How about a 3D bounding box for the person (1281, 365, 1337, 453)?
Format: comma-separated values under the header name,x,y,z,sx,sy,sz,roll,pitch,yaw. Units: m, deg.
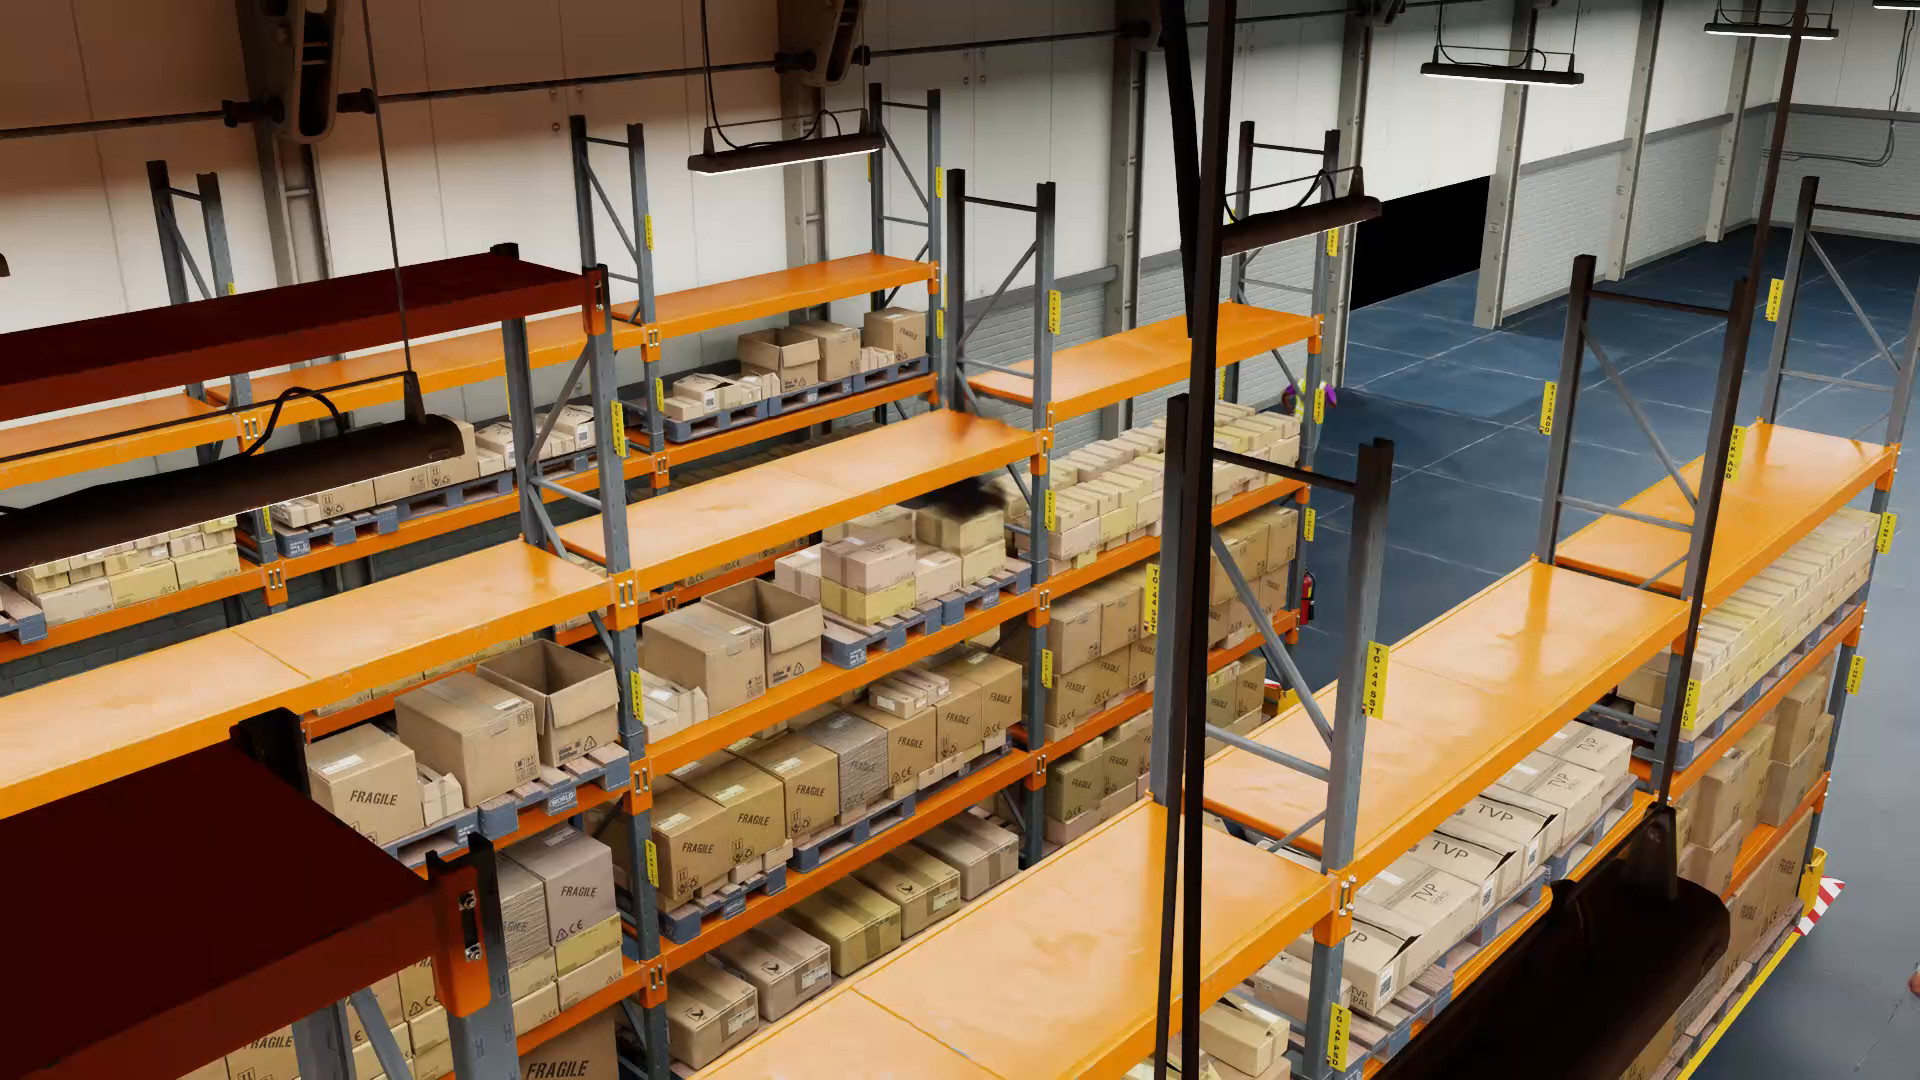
name,x,y,z,sx,sy,sz,roll,pitch,yaw
person,5.091,-1.768,24.141,0.767,1.758,0.609,12,24,28
